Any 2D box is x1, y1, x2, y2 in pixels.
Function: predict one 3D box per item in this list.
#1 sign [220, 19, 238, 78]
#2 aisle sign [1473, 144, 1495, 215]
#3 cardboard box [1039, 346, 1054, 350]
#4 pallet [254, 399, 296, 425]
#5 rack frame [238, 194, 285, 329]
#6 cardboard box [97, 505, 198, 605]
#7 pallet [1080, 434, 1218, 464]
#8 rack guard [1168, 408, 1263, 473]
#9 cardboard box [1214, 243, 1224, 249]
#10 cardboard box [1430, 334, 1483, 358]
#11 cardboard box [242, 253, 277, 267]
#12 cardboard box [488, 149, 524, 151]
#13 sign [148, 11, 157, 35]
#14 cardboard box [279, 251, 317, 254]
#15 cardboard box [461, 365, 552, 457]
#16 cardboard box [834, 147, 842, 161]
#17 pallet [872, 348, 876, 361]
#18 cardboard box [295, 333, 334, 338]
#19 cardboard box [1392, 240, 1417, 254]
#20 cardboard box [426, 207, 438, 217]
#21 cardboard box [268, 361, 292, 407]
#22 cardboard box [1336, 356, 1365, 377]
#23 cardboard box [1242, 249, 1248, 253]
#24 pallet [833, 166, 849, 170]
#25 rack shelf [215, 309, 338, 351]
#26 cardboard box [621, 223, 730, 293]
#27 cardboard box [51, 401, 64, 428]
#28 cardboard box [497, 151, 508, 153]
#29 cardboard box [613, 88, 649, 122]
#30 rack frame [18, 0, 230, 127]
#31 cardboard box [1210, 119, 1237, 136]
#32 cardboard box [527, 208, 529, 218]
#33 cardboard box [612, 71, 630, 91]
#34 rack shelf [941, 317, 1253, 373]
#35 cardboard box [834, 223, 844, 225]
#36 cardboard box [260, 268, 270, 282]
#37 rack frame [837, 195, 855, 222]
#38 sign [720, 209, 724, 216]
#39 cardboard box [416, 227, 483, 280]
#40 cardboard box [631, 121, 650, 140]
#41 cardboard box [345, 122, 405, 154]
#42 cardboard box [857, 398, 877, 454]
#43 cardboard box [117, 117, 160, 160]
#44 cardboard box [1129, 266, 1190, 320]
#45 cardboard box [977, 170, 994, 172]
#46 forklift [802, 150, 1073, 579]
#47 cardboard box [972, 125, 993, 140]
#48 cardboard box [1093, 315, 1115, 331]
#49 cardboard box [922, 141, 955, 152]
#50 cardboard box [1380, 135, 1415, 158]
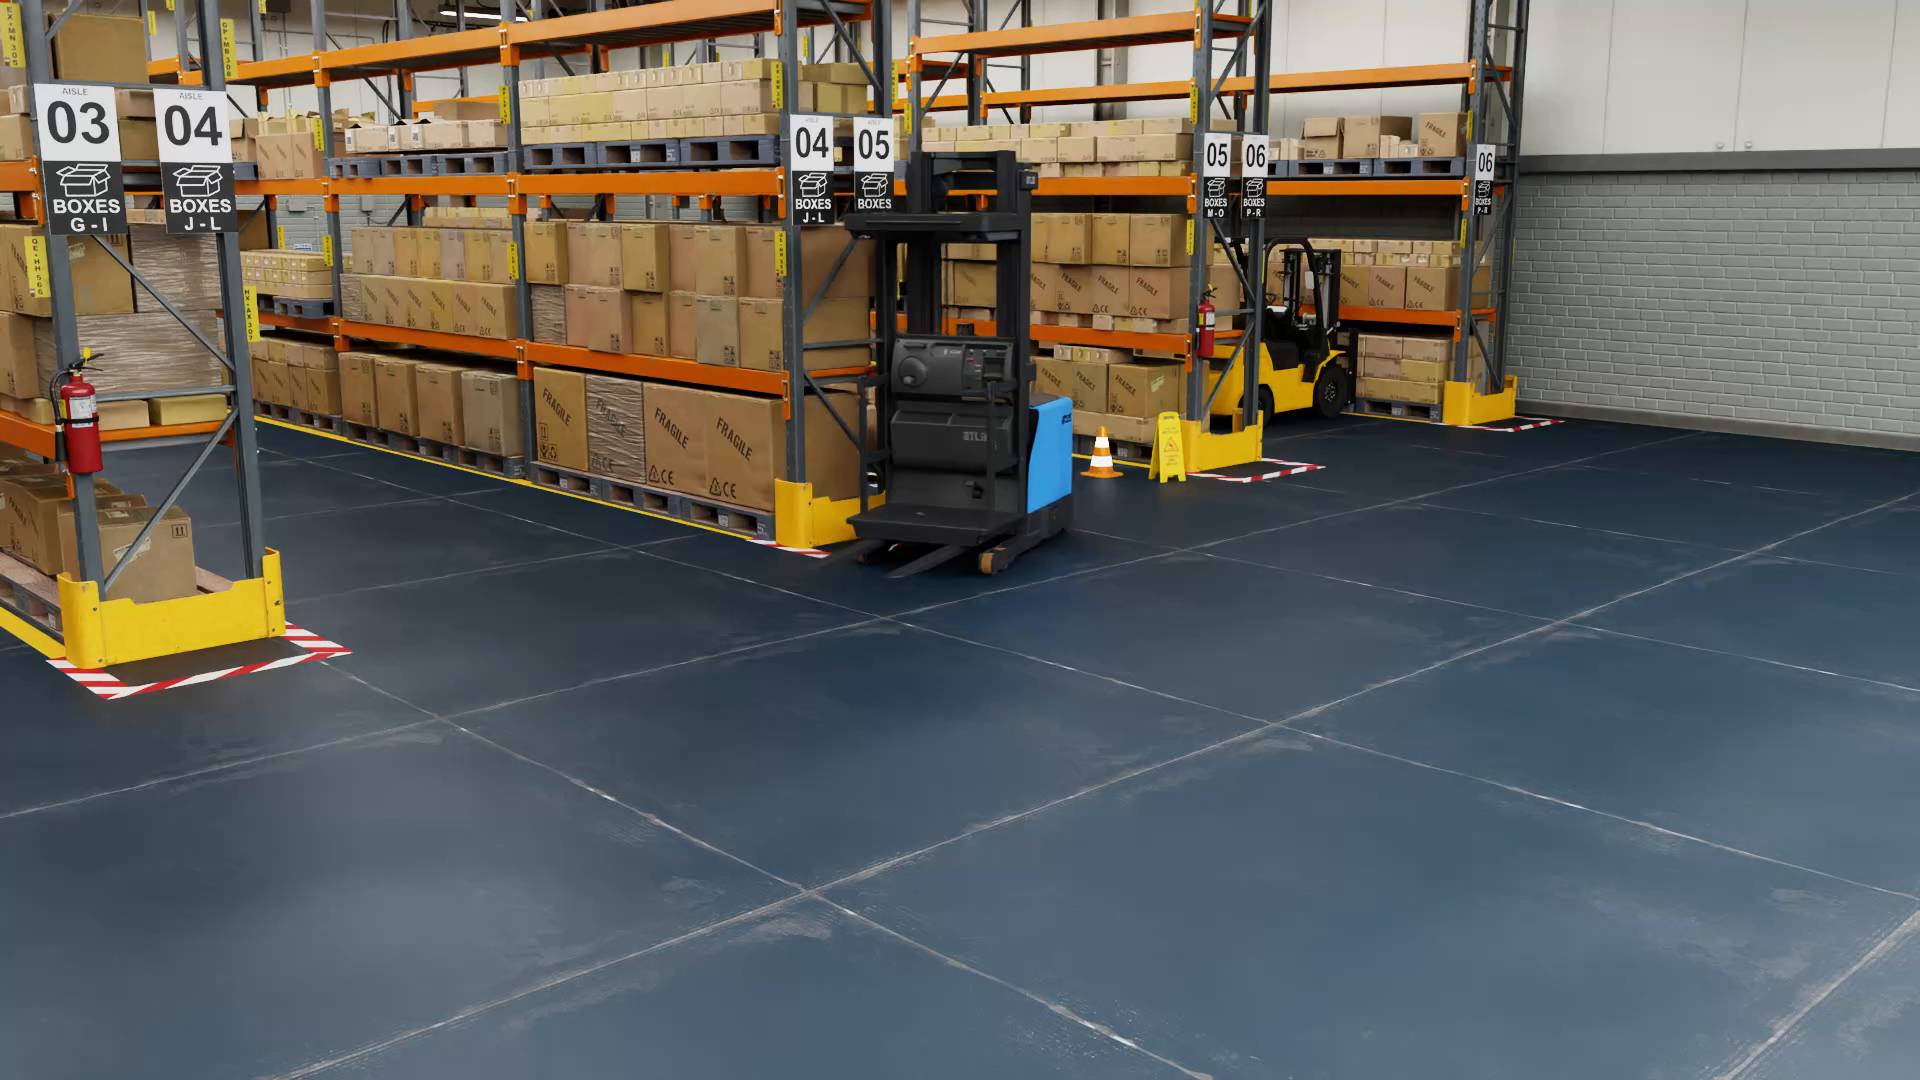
[{"bbox_3d":[-4.184,-2.803,9.485,0.100,0.325,0.005,-11,16,-43],"label":"sign"},{"bbox_3d":[6.011,-4.126,19.064,0.394,0.787,0.004,-11,16,-43],"label":"aisle sign"},{"bbox_3d":[0.784,-1.898,18.607,0.500,0.500,0.500,-11,16,-42],"label":"cardboard box"},{"bbox_3d":[-7.821,-1.601,20.158,1.003,0.211,1.213,-11,16,-43],"label":"pallet"},{"bbox_3d":[-9.207,-3.258,21.292,1.000,3.000,0.127,-11,16,-43],"label":"rack frame"},{"bbox_3d":[-4.996,0.095,10.172,0.500,0.500,0.500,-7,14,-32],"label":"cardboard box"},{"bbox_3d":[2.003,-0.980,17.146,1.003,0.211,1.213,-11,16,-43],"label":"pallet"},{"bbox_3d":[2.538,-0.998,16.517,1.175,0.500,0.348,-11,16,-43],"label":"rack guard"},{"bbox_3d":[3.421,-3.912,21.873,0.380,0.149,0.250,-10,16,-41],"label":"cardboard box"},{"bbox_3d":[5.983,-2.349,20.174,0.500,0.250,0.500,-11,16,-43],"label":"cardboard box"},{"bbox_3d":[-8.185,-3.283,19.521,0.380,0.149,0.250,-10,15,-41],"label":"cardboard box"},{"bbox_3d":[-4.462,-3.932,16.464,0.380,0.149,0.250,-11,16,-43],"label":"cardboard box"},{"bbox_3d":[-11.554,-7.390,23.771,0.100,0.325,0.005,-11,16,-43],"label":"sign"},{"bbox_3d":[-8.076,-3.449,20.326,0.250,0.149,0.380,11,16,43],"label":"cardboard box"},{"bbox_3d":[-4.176,-1.272,16.189,1.050,0.750,0.750,-11,16,-43],"label":"cardboard box"},{"bbox_3d":[-1.377,-4.611,19.754,0.500,0.250,0.500,-11,16,-42],"label":"cardboard box"},{"bbox_3d":[-0.673,-2.998,26.938,1.003,0.211,1.213,-11,16,-43],"label":"pallet"},{"bbox_3d":[-7.789,-2.381,20.332,0.500,0.250,0.500,11,16,43],"label":"cardboard box"},{"bbox_3d":[5.385,-3.505,19.898,0.380,0.149,0.250,-10,16,-41],"label":"cardboard box"},{"bbox_3d":[-8.414,-5.312,26.930,0.380,0.149,0.250,-10,16,-41],"label":"cardboard box"},{"bbox_3d":[-7.821,-1.867,19.692,0.500,0.500,0.500,11,16,43],"label":"cardboard box"},{"bbox_3d":[4.906,-2.182,20.603,0.500,0.250,0.500,-11,16,-44],"label":"cardboard box"},{"bbox_3d":[3.826,-3.699,21.577,0.380,0.149,0.250,-11,16,-43],"label":"cardboard box"},{"bbox_3d":[-1.239,-4.428,20.003,1.213,0.211,1.003,-11,16,-43],"label":"pallet"},{"bbox_3d":[-7.826,-2.614,19.948,1.077,0.370,4.000,-11,16,-43],"label":"rack shelf"},{"bbox_3d":[-2.343,-2.396,14.060,0.875,0.550,0.500,-11,16,-43],"label":"cardboard box"},{"bbox_3d":[-5.095,-0.757,9.773,0.380,0.149,0.250,-11,16,-43],"label":"cardboard box"},{"bbox_3d":[-6.651,-5.929,25.280,0.797,0.503,0.637,-9,15,-38],"label":"cardboard box"},{"bbox_3d":[-2.498,-3.555,13.648,0.500,0.250,0.500,-11,16,-42],"label":"cardboard box"},{"bbox_3d":[-4.577,-3.769,8.903,1.000,3.000,0.127,-11,16,-43],"label":"rack frame"},{"bbox_3d":[2.493,-4.028,16.243,0.380,0.149,0.250,-11,16,-43],"label":"cardboard box"},{"bbox_3d":[-6.243,-4.873,24.798,0.380,0.149,0.250,-10,16,-41],"label":"cardboard box"},{"bbox_3d":[-2.626,-3.759,13.649,0.380,0.149,0.250,-11,16,-43],"label":"cardboard box"},{"bbox_3d":[1.209,-2.151,17.701,1.077,0.370,4.000,-11,16,-43],"label":"rack shelf"},{"bbox_3d":[-1.346,-3.685,19.729,0.250,0.149,0.380,11,16,43],"label":"cardboard box"},{"bbox_3d":[-7.827,-3.061,19.182,0.380,0.149,0.250,-11,16,-43],"label":"cardboard box"},{"bbox_3d":[-2.109,-4.655,28.072,1.000,3.000,0.127,-11,16,-43],"label":"rack frame"},{"bbox_3d":[-4.456,-6.035,31.118,0.100,0.325,0.005,-11,16,-43],"label":"sign"},{"bbox_3d":[-5.082,-2.923,16.942,0.700,0.500,0.500,-11,16,-43],"label":"cardboard box"},{"bbox_3d":[-2.447,-3.332,13.549,0.380,0.149,0.250,-11,16,-42],"label":"cardboard box"},{"bbox_3d":[-6.104,-4.218,17.451,0.500,0.311,0.500,-11,16,-42],"label":"cardboard box"},{"bbox_3d":[-1.105,-1.094,16.638,0.797,0.637,0.503,-11,16,-43],"label":"cardboard box"},{"bbox_3d":[-4.723,-2.332,9.737,0.500,0.250,0.500,-10,15,-41],"label":"cardboard box"},{"bbox_3d":[2.017,-2.447,16.369,0.500,0.500,0.500,-11,16,-44],"label":"cardboard box"},{"bbox_3d":[0.402,-3.953,17.852,0.380,0.149,0.250,-10,15,-41],"label":"cardboard box"},{"bbox_3d":[-0.138,-1.282,11.869,1.130,2.935,3.031,5,13,22],"label":"forklift"},{"bbox_3d":[0.348,-4.325,17.681,0.380,0.149,0.250,-11,16,-43],"label":"cardboard box"},{"bbox_3d":[1.561,-2.208,16.819,0.380,0.149,0.250,-11,16,-42],"label":"cardboard box"},{"bbox_3d":[-0.066,-4.234,18.230,0.500,0.250,0.500,-11,16,-44],"label":"cardboard box"},{"bbox_3d":[5.211,-4.677,19.791,0.396,0.266,0.258,-11,16,-42],"label":"cardboard box"}]
